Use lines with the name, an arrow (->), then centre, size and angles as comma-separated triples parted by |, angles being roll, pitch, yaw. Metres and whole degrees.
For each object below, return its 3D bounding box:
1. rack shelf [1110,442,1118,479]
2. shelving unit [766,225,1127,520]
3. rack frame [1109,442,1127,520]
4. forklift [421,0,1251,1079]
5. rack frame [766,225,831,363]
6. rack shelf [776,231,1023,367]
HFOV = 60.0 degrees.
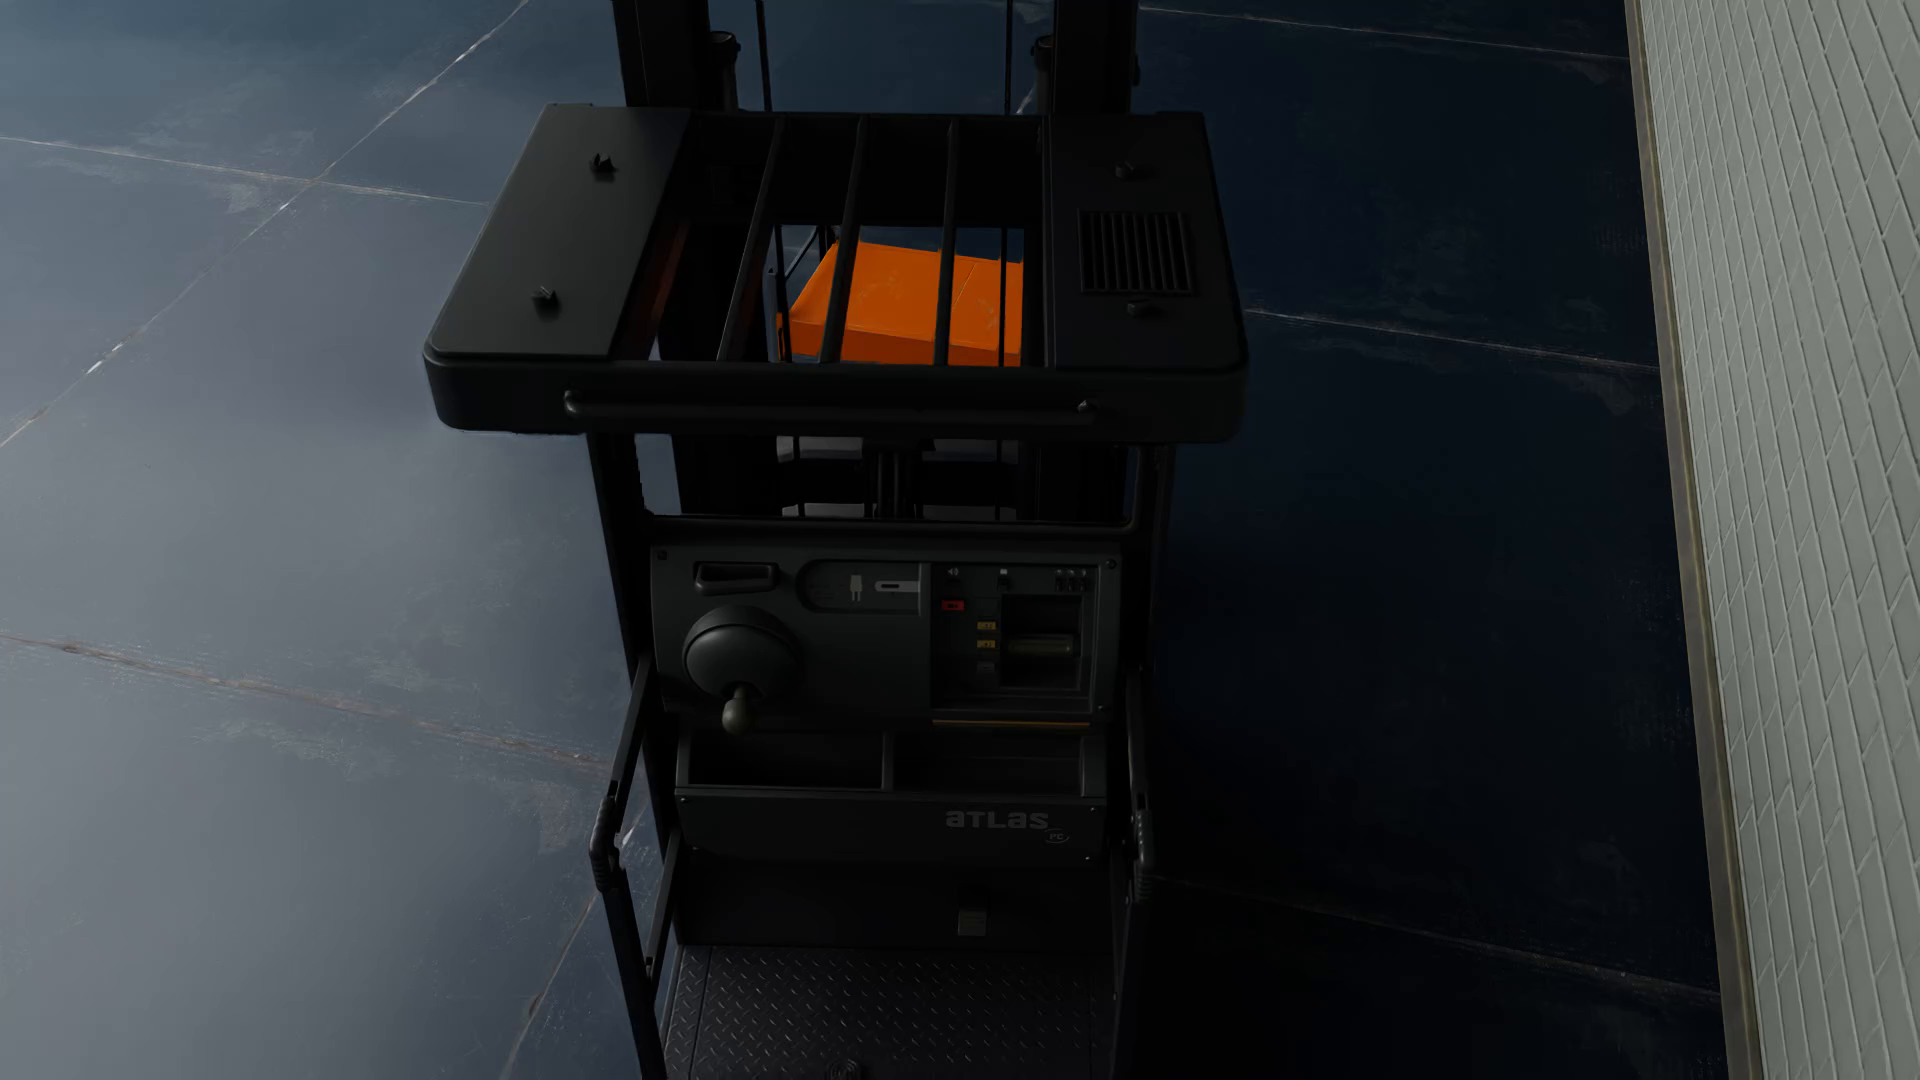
rack shelf -> -0.007, -0.245, 5.547 | 1.000, 0.278, 0.538 | 10, 41, 11
shelving unit -> -0.007, -0.432, 5.390 | 1.048, 1.125, 0.538 | 10, 41, 11
rack frame -> 0.485, -0.347, 5.289 | 0.032, 1.125, 0.500 | 10, 41, 11
forklift -> -0.152, 0.271, 3.148 | 1.130, 2.935, 3.031 | 1, 40, 1
rack frame -> -0.498, -0.516, 5.490 | 0.032, 1.125, 0.500 | 10, 41, 11
rack shelf -> -0.007, -0.656, 5.201 | 1.000, 0.278, 0.538 | 10, 41, 11
